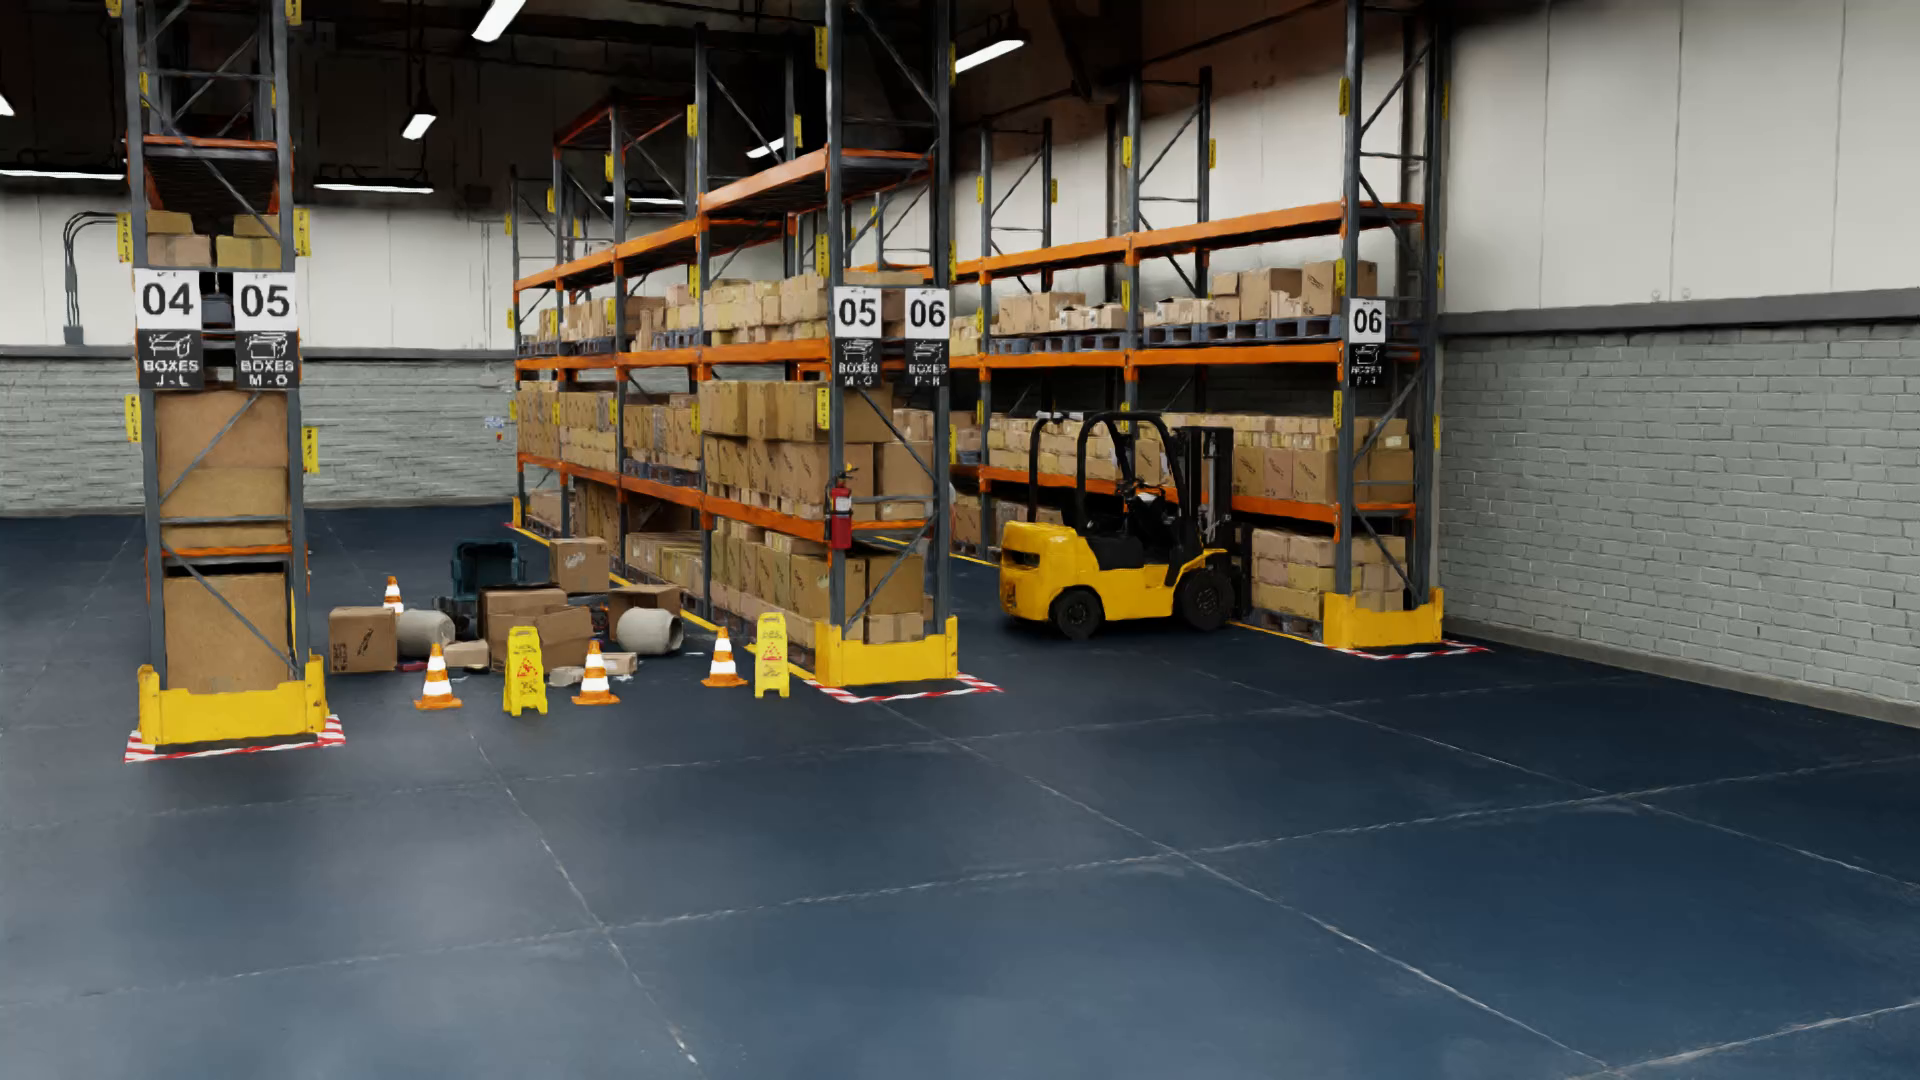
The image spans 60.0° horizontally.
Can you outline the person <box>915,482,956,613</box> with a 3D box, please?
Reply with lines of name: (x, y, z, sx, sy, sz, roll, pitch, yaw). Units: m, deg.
person: (-0.300, -0.052, 17.446, 0.461, 1.672, 0.549, 2, 6, 18)
